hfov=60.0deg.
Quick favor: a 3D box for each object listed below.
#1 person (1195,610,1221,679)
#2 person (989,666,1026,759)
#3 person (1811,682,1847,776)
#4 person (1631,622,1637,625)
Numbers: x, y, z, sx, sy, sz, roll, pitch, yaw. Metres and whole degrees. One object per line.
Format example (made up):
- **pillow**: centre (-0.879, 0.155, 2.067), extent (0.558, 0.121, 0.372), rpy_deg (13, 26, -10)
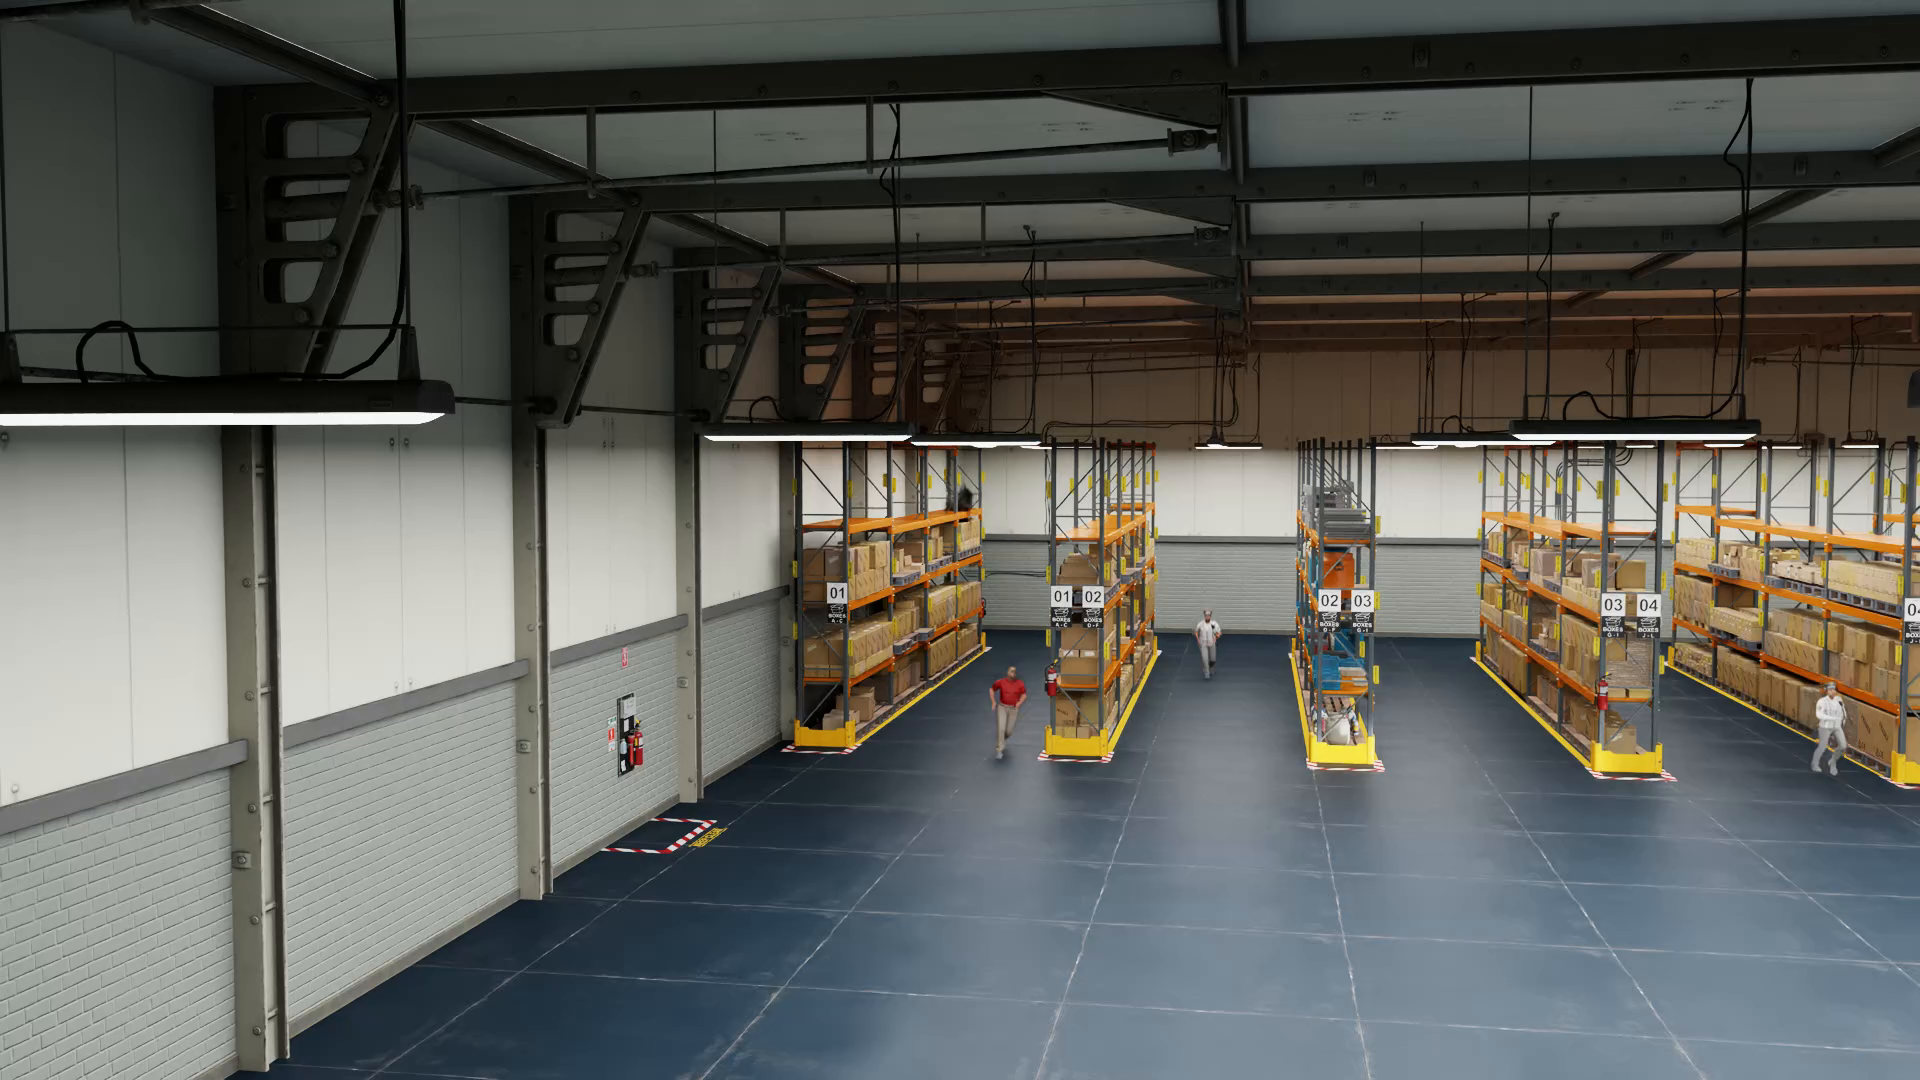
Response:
- **person**: centre (6.265, 2.625, 42.081), extent (0.656, 1.740, 0.664), rpy_deg (0, 3, 8)
- **person**: centre (0.911, 3.233, 31.459), extent (0.702, 1.708, 0.814), rpy_deg (0, 3, -7)
- **person**: centre (15.378, 3.316, 29.338), extent (0.623, 1.666, 0.822), rpy_deg (0, 3, 1)
- **person**: centre (18.223, 2.545, 45.187), extent (0.750, 1.581, 0.584), rpy_deg (-1, 3, -23)
